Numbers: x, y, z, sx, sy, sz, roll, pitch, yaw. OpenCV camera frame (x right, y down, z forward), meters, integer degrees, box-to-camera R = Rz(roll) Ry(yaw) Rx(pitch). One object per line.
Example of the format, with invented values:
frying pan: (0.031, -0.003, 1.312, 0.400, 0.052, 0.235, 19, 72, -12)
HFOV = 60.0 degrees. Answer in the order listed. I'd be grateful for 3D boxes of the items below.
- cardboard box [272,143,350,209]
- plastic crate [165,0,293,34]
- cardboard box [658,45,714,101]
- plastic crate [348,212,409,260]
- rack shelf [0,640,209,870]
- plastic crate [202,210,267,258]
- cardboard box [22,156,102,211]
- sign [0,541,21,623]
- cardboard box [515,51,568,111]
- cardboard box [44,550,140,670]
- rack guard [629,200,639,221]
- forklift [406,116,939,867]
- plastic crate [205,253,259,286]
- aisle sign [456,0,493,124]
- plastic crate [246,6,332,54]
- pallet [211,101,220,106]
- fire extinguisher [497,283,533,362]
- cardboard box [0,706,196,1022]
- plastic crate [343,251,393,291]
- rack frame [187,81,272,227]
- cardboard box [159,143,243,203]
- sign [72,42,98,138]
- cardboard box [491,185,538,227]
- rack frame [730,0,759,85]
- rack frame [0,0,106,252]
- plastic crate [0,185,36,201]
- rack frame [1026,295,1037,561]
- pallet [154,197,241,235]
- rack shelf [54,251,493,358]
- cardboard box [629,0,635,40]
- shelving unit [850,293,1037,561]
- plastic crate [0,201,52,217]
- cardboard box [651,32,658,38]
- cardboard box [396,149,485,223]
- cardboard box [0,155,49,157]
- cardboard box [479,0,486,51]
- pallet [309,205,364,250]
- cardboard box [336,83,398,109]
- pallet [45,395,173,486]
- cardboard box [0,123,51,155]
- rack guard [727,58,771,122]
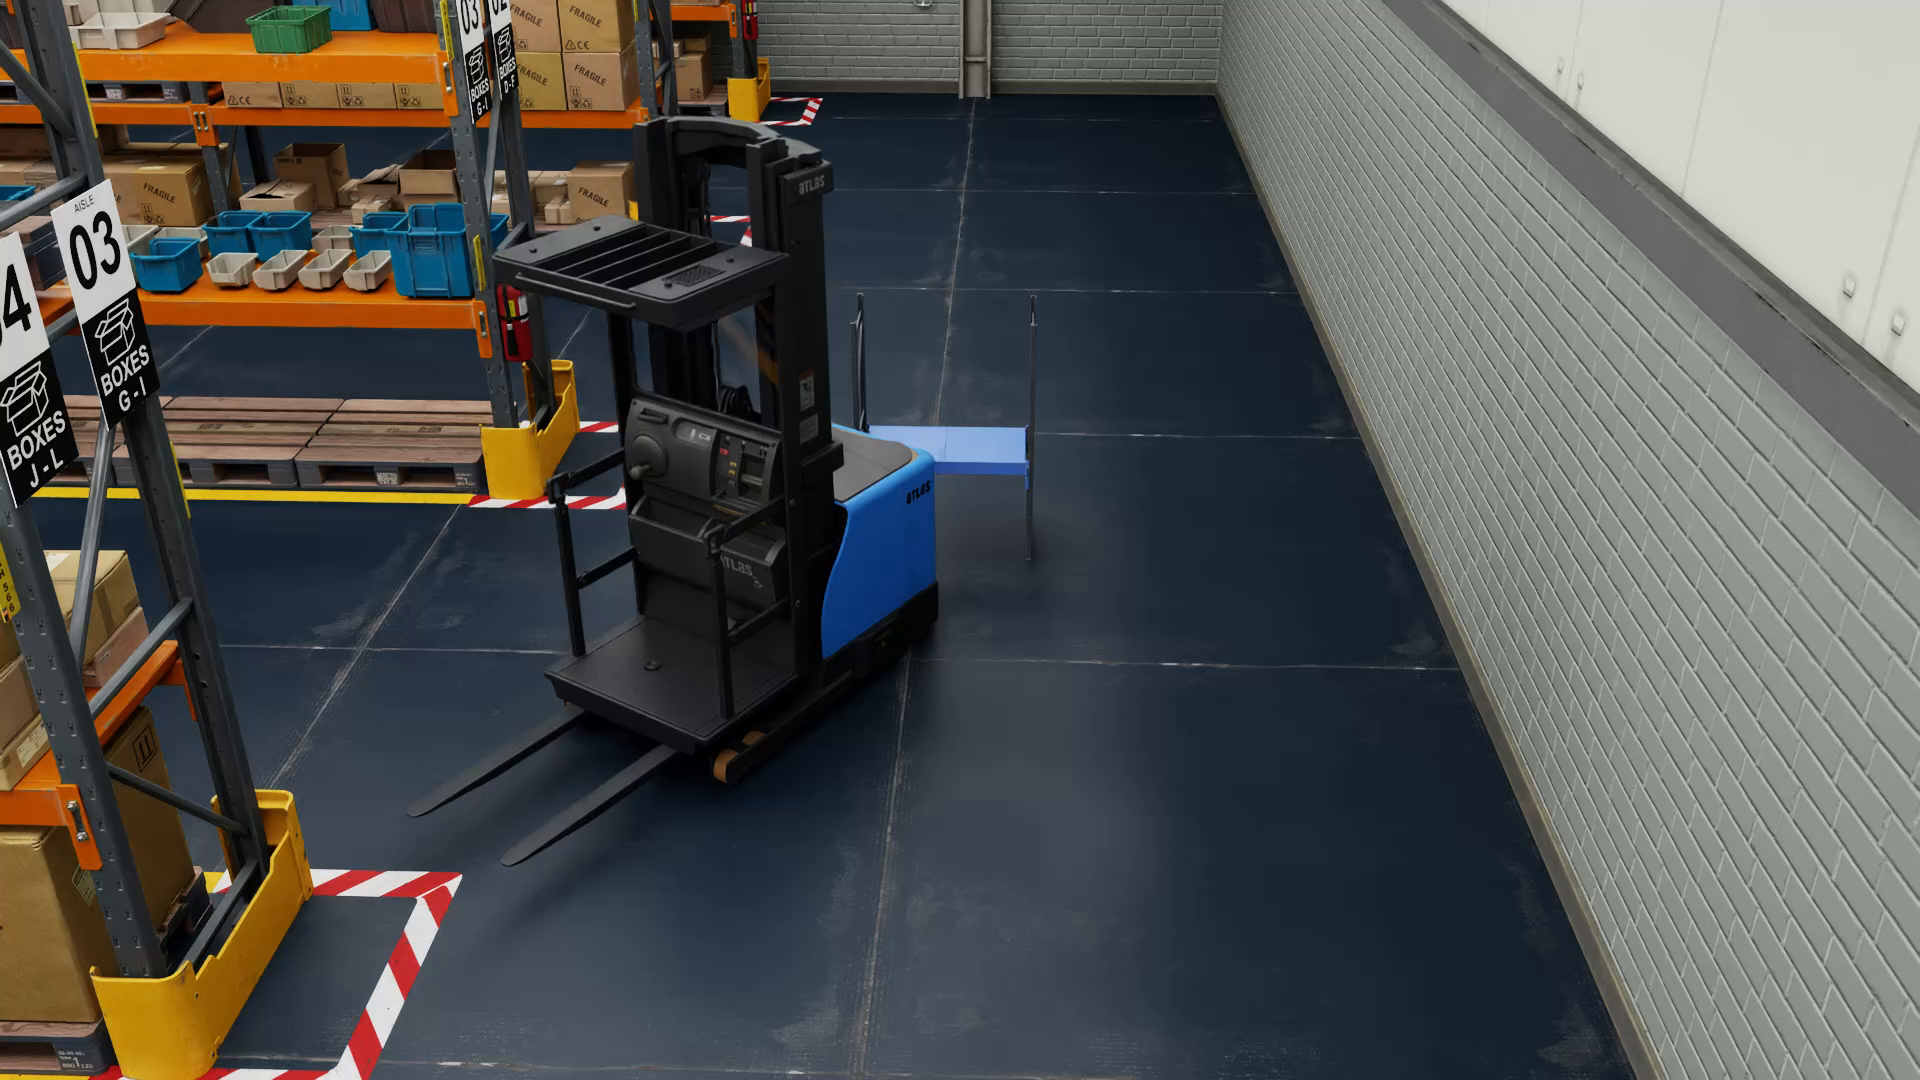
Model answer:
cardboard box: (-6.128, -3.451, 15.757, 0.500, 0.500, 0.500, 1, 28, 2)
plastic crate: (-4.406, -3.305, 10.146, 0.767, 0.338, 0.504, 1, 28, 2)
cardboard box: (-3.242, -5.536, 19.712, 0.500, 0.500, 0.700, 1, 28, 2)
plastic crate: (-3.782, -1.975, 10.888, 0.300, 0.233, 0.416, 1, 28, 2)
rack shelf: (-5.062, 0.750, 6.401, 4.000, 0.370, 1.077, 1, 28, 2)
plastic crate: (-4.740, -1.991, 10.917, 0.300, 0.233, 0.416, 1, 28, 2)
cardboard box: (-8.206, -3.222, 15.325, 0.500, 0.500, 0.500, 1, 28, 2)
sign: (-3.097, 0.103, 5.365, 0.005, 0.325, 0.100, 1, 28, 2)
cardboard box: (-3.686, -4.103, 14.680, 0.500, 0.500, 0.500, 1, 28, 2)
cardboard box: (-3.534, 0.266, 6.389, 0.500, 0.250, 0.500, 0, 28, 0)
rack guard: (-2.786, -3.069, 15.505, 0.348, 0.500, 1.175, 1, 28, 2)
forklift: (-1.363, -0.371, 7.821, 1.130, 2.935, 3.031, 18, 33, 30)
plastic crate: (-4.575, -1.693, 10.459, 0.250, 0.136, 0.298, 1, 28, 2)
aisle sign: (-2.827, -2.864, 9.674, 0.004, 0.787, 0.394, 1, 28, 2)
plastic crate: (-3.885, -2.968, 9.669, 0.336, 0.188, 0.450, 1, 28, 2)
pallet: (-8.533, -5.321, 20.062, 1.213, 0.211, 1.003, 1, 28, 2)
fire extinguisher: (-2.754, -1.439, 10.243, 0.183, 0.674, 0.296, 1, 28, 2)
cardboard box: (-3.706, 1.245, 6.519, 0.875, 0.875, 0.875, 1, 28, 2)
plastic crate: (-3.710, -1.692, 10.457, 0.243, 0.136, 0.396, 1, 28, 2)
rack frame: (-6.708, -4.238, 15.042, 0.127, 3.000, 1.000, 1, 28, 2)
cardboard box: (-7.183, -3.450, 15.755, 0.500, 0.500, 0.500, 0, 28, -1)
sign: (-3.038, -1.541, 5.734, 0.005, 0.325, 0.100, 1, 28, 2)
cardboard box: (-4.211, -3.075, 15.314, 0.500, 0.250, 0.500, 1, 28, 2)
rack frame: (-2.539, -6.491, 19.291, 0.127, 3.000, 1.000, 1, 28, 2)
rack frame: (-3.064, -2.186, 4.765, 0.127, 3.000, 1.000, 1, 28, 2)
plastic crate: (-6.408, -2.091, 10.945, 0.575, 0.384, 0.392, 1, 28, 2)
rack frame: (0.423, -0.656, 9.886, 0.032, 1.500, 0.500, 1, 28, 2)
pallet: (-7.522, -3.002, 15.687, 1.213, 0.211, 1.003, 1, 28, 2)
rack shelf: (-4.888, -1.569, 10.774, 4.000, 0.370, 1.077, 1, 28, 2)
cardboard box: (-3.144, -4.788, 14.906, 0.500, 0.500, 0.500, 2, 28, 3)
shelving unit: (-0.085, -0.664, 9.901, 1.048, 1.500, 0.538, 1, 28, 2)
plastic crate: (-6.003, -1.842, 10.390, 0.583, 0.464, 0.402, 1, 28, 2)
cardboard box: (-3.617, -5.923, 19.748, 0.250, 0.149, 0.380, 1, 28, 2)
cardboard box: (-4.830, -3.301, 15.469, 0.637, 0.503, 0.797, 1, 28, 2)
cardboard box: (-8.720, -3.474, 15.800, 0.500, 0.500, 0.500, 0, 28, 0)
cardboard box: (-4.188, -4.551, 14.458, 0.500, 0.500, 0.500, 2, 28, 3)
pallet: (-6.021, -2.994, 15.673, 1.213, 0.211, 1.003, 1, 28, 2)
cardboard box: (-5.196, -4.130, 14.731, 0.500, 0.500, 0.500, 1, 28, 2)
pallet: (-6.150, -0.693, 11.333, 1.213, 0.211, 1.003, 1, 28, 2)
cardboard box: (-8.683, -3.806, 15.625, 0.500, 0.250, 0.500, 0, 28, 1)
rack guard: (-2.515, -5.386, 19.876, 0.348, 0.500, 1.175, 1, 28, 2)
